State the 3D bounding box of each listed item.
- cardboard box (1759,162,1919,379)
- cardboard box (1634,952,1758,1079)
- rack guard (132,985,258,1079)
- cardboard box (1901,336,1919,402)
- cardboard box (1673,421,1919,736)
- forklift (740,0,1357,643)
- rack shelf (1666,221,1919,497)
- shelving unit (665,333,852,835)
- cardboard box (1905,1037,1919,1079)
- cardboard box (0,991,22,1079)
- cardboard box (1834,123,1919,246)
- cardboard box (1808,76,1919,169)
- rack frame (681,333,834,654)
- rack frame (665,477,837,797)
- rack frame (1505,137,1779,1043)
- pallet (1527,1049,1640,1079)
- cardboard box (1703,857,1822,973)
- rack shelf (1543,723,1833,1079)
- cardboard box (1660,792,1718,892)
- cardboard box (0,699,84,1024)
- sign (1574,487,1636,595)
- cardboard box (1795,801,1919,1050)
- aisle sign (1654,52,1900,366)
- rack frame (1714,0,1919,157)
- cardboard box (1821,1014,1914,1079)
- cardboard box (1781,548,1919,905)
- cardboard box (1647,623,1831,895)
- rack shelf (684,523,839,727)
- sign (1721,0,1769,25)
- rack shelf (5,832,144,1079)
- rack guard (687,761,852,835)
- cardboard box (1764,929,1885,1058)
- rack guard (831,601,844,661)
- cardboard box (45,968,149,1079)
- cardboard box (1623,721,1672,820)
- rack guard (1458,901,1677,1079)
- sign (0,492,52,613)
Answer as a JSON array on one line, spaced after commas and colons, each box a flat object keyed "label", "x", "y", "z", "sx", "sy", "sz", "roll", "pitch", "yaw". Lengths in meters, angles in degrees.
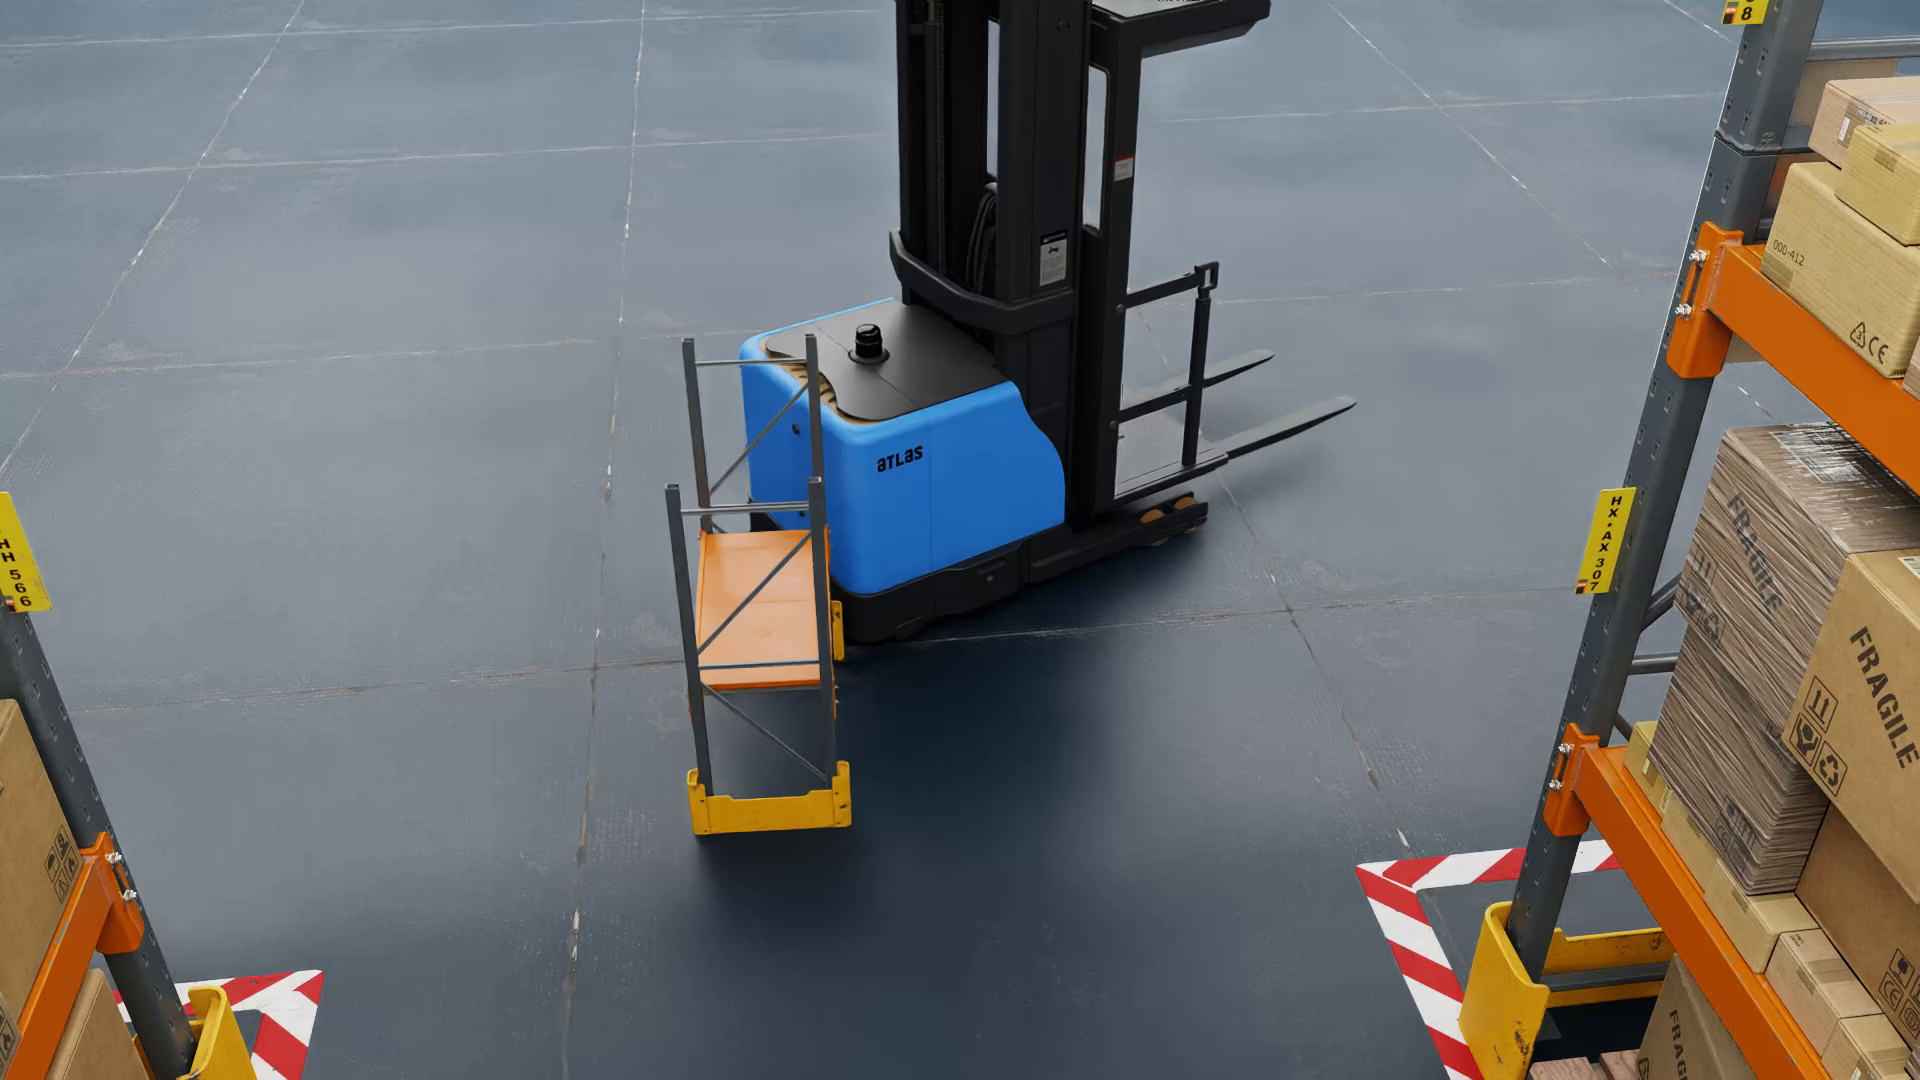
[{"label": "cardboard box", "x": 2.020, "y": -0.567, "z": 3.388, "sx": 0.500, "sy": 0.250, "sz": 0.500, "roll": -3, "pitch": 34, "yaw": -5}, {"label": "cardboard box", "x": 2.279, "y": 1.531, "z": 4.687, "sx": 0.500, "sy": 0.500, "sz": 0.500, "roll": 2, "pitch": 34, "yaw": 2}, {"label": "rack guard", "x": -2.720, "y": 1.661, "z": 4.869, "sx": 1.175, "sy": 0.500, "sz": 0.348, "roll": -4, "pitch": 35, "yaw": -6}, {"label": "cardboard box", "x": 2.096, "y": -0.280, "z": 2.967, "sx": 0.500, "sy": 0.250, "sz": 0.500, "roll": -5, "pitch": 35, "yaw": -7}, {"label": "cardboard box", "x": 2.016, "y": 0.072, "z": 3.740, "sx": 0.500, "sy": 0.500, "sz": 0.500, "roll": -4, "pitch": 35, "yaw": -6}, {"label": "forklift", "x": 0.555, "y": -1.411, "z": 7.218, "sx": 3.031, "sy": 2.935, "sz": 1.130, "roll": -20, "pitch": 39, "yaw": -27}, {"label": "rack shelf", "x": 2.481, "y": 0.496, "z": 2.334, "sx": 1.077, "sy": 0.370, "sz": 4.000, "roll": -4, "pitch": 35, "yaw": -6}, {"label": "shelving unit", "x": -0.741, "y": 0.156, "z": 6.190, "sx": 0.587, "sy": 1.500, "sz": 1.083, "roll": -3, "pitch": 34, "yaw": -4}, {"label": "cardboard box", "x": 2.469, "y": 1.019, "z": 3.238, "sx": 0.875, "sy": 0.500, "sz": 0.500, "roll": -4, "pitch": 35, "yaw": -6}, {"label": "cardboard box", "x": -2.526, "y": 1.088, "z": 3.357, "sx": 0.875, "sy": 0.550, "sz": 0.550, "roll": -4, "pitch": 35, "yaw": -6}, {"label": "cardboard box", "x": 1.959, "y": -0.697, "z": 3.225, "sx": 0.380, "sy": 0.149, "sz": 0.250, "roll": -4, "pitch": 34, "yaw": -5}, {"label": "cardboard box", "x": 2.020, "y": -0.849, "z": 3.448, "sx": 0.380, "sy": 0.149, "sz": 0.250, "roll": -5, "pitch": 35, "yaw": -7}, {"label": "rack frame", "x": -0.785, "y": -0.135, "z": 6.616, "sx": 0.500, "sy": 1.500, "sz": 0.032, "roll": -3, "pitch": 34, "yaw": -4}, {"label": "rack frame", "x": -0.698, "y": 0.436, "z": 5.779, "sx": 0.500, "sy": 1.500, "sz": 0.032, "roll": -3, "pitch": 34, "yaw": -4}, {"label": "rack frame", "x": 2.212, "y": 0.322, "z": 4.614, "sx": 1.000, "sy": 3.000, "sz": 0.127, "roll": -4, "pitch": 35, "yaw": -6}, {"label": "pallet", "x": 2.296, "y": 1.973, "z": 4.668, "sx": 1.003, "sy": 0.211, "sz": 1.213, "roll": -4, "pitch": 35, "yaw": -6}, {"label": "cardboard box", "x": 2.047, "y": 0.884, "z": 4.012, "sx": 0.380, "sy": 0.149, "sz": 0.250, "roll": -4, "pitch": 35, "yaw": -6}, {"label": "rack shelf", "x": 2.481, "y": 1.735, "z": 3.179, "sx": 1.077, "sy": 0.370, "sz": 4.000, "roll": -4, "pitch": 35, "yaw": -6}, {"label": "cardboard box", "x": 2.028, "y": 0.744, "z": 4.218, "sx": 0.380, "sy": 0.149, "sz": 0.250, "roll": -4, "pitch": 35, "yaw": -6}, {"label": "cardboard box", "x": -2.622, "y": 0.783, "z": 3.805, "sx": 0.875, "sy": 0.550, "sz": 0.550, "roll": -4, "pitch": 35, "yaw": -6}, {"label": "sign", "x": 1.674, "y": 0.005, "z": 4.310, "sx": 0.100, "sy": 0.325, "sz": 0.005, "roll": -4, "pitch": 35, "yaw": -6}, {"label": "cardboard box", "x": 2.445, "y": 0.737, "z": 3.653, "sx": 0.875, "sy": 0.500, "sz": 0.500, "roll": -4, "pitch": 35, "yaw": -6}, {"label": "aisle sign", "x": 1.906, "y": -0.764, "z": 3.899, "sx": 0.394, "sy": 0.787, "sz": 0.004, "roll": -4, "pitch": 35, "yaw": -6}, {"label": "rack frame", "x": 2.212, "y": -2.157, "z": 2.925, "sx": 1.000, "sy": 3.000, "sz": 0.127, "roll": -4, "pitch": 35, "yaw": -6}, {"label": "cardboard box", "x": 2.128, "y": 1.162, "z": 3.604, "sx": 0.380, "sy": 0.149, "sz": 0.250, "roll": -4, "pitch": 35, "yaw": -6}, {"label": "cardboard box", "x": 2.076, "y": 0.352, "z": 3.330, "sx": 0.500, "sy": 0.500, "sz": 0.500, "roll": -4, "pitch": 35, "yaw": -6}, {"label": "cardboard box", "x": 2.258, "y": 0.467, "z": 4.049, "sx": 0.875, "sy": 0.500, "sz": 0.500, "roll": -4, "pitch": 35, "yaw": -6}, {"label": "rack shelf", "x": -0.742, "y": 0.299, "z": 6.298, "sx": 0.538, "sy": 0.185, "sz": 1.000, "roll": -3, "pitch": 34, "yaw": -4}, {"label": "sign", "x": 1.674, "y": -1.238, "z": 3.463, "sx": 0.100, "sy": 0.325, "sz": 0.005, "roll": -4, "pitch": 35, "yaw": -6}, {"label": "rack shelf", "x": -2.448, "y": 2.054, "z": 2.711, "sx": 1.077, "sy": 0.370, "sz": 4.000, "roll": -4, "pitch": 35, "yaw": -6}, {"label": "rack guard", "x": -0.699, "y": 0.952, "z": 6.132, "sx": 0.587, "sy": 0.250, "sz": 0.087, "roll": -3, "pitch": 34, "yaw": -4}, {"label": "cardboard box", "x": 2.101, "y": 1.022, "z": 3.809, "sx": 0.380, "sy": 0.149, "sz": 0.250, "roll": -4, "pitch": 35, "yaw": -6}, {"label": "rack guard", "x": -0.784, "y": 0.393, "z": 6.952, "sx": 0.587, "sy": 0.250, "sz": 0.087, "roll": -3, "pitch": 34, "yaw": -4}, {"label": "cardboard box", "x": -2.560, "y": 1.719, "z": 4.078, "sx": 0.875, "sy": 0.875, "sz": 0.875, "roll": -4, "pitch": 34, "yaw": -6}, {"label": "cardboard box", "x": 2.014, "y": 0.603, "z": 4.425, "sx": 0.380, "sy": 0.149, "sz": 0.250, "roll": -4, "pitch": 35, "yaw": -6}, {"label": "rack guard", "x": 2.222, "y": 1.397, "z": 5.256, "sx": 1.175, "sy": 0.500, "sz": 0.348, "roll": -4, "pitch": 35, "yaw": -6}, {"label": "sign", "x": -2.177, "y": 0.031, "z": 3.802, "sx": 0.100, "sy": 0.325, "sz": 0.005, "roll": -4, "pitch": 35, "yaw": -6}]
